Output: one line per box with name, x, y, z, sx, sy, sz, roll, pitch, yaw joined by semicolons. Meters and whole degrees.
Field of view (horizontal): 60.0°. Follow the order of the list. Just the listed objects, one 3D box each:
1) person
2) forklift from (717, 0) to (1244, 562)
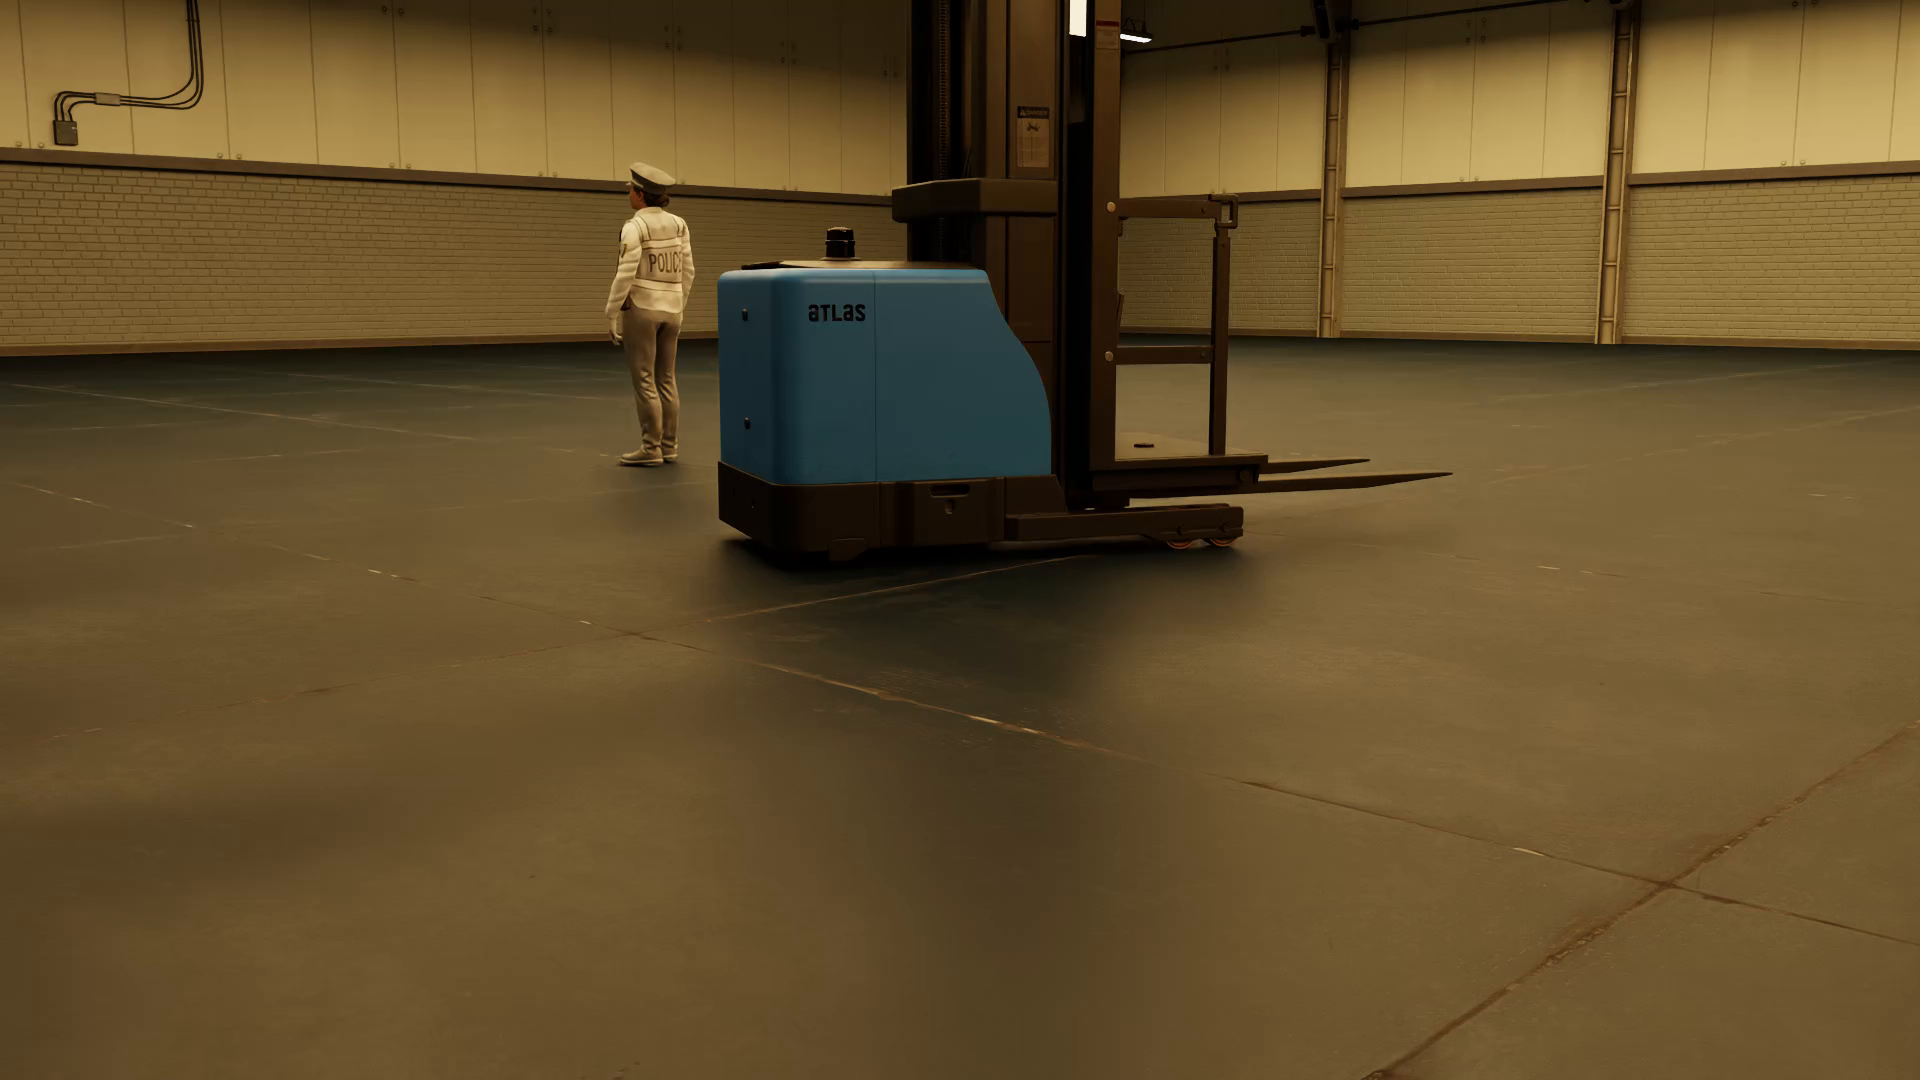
person;-1.815;-1.251;9.471;0.489;1.640;0.568;6;11;37
forklift;0.074;-1.422;6.532;1.939;2.867;1.129;-3;9;-21
